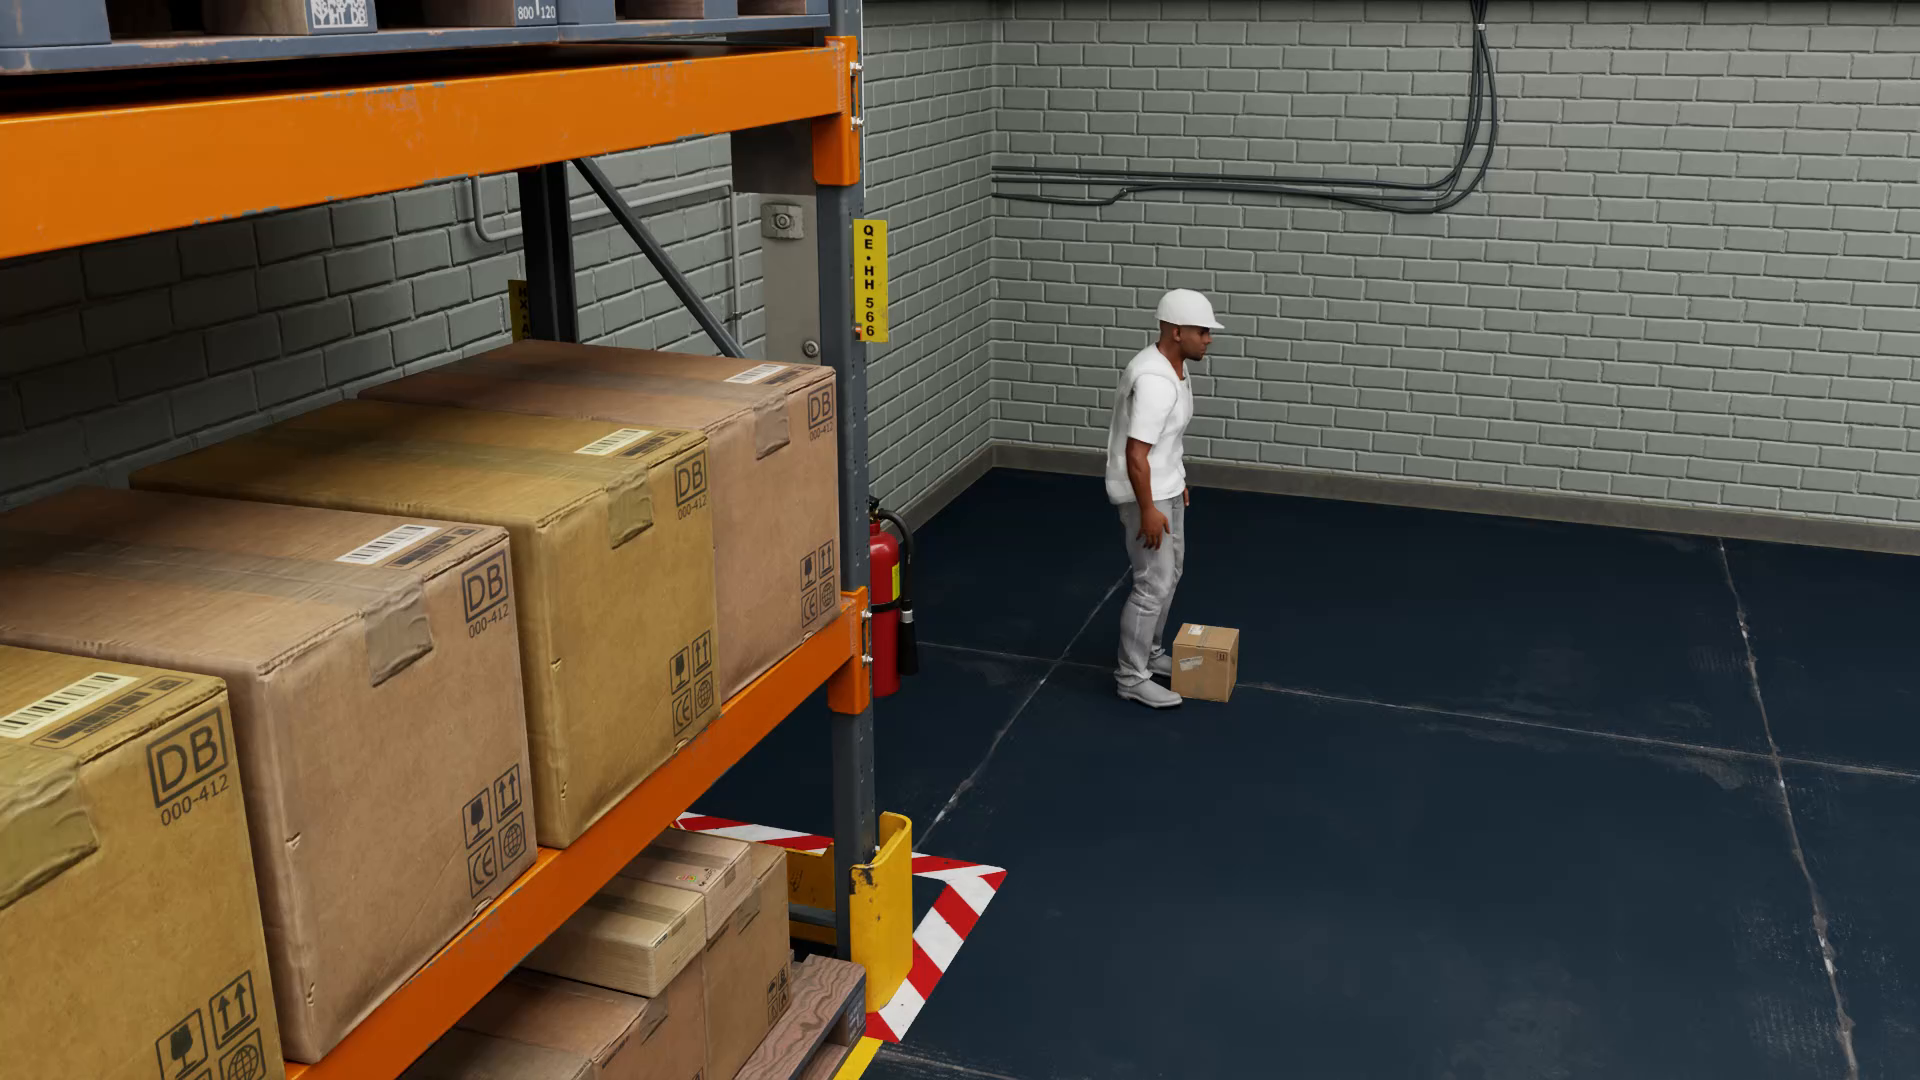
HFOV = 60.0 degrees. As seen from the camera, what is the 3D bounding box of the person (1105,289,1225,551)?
[{"bbox_3d":[0.861,-0.530,7.010,0.463,1.059,0.633,6,19,17],"label":"person"}]
